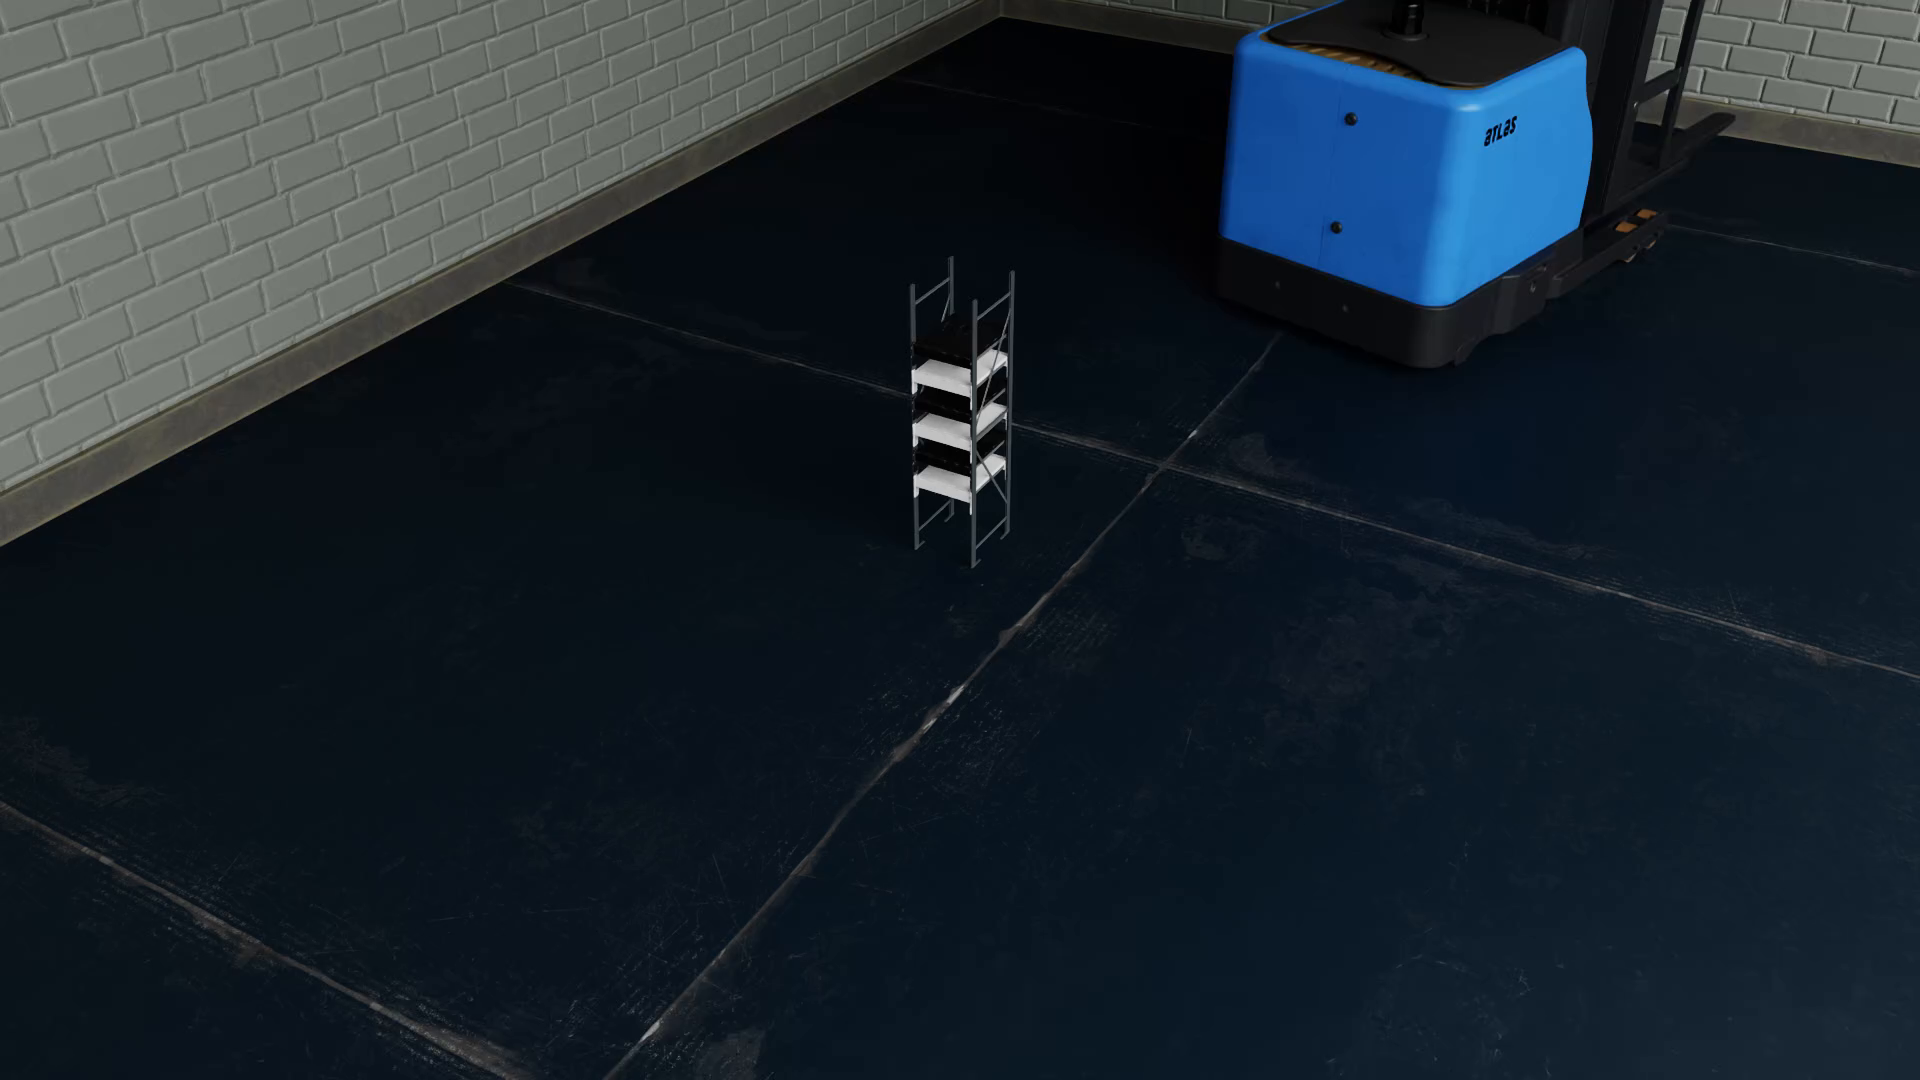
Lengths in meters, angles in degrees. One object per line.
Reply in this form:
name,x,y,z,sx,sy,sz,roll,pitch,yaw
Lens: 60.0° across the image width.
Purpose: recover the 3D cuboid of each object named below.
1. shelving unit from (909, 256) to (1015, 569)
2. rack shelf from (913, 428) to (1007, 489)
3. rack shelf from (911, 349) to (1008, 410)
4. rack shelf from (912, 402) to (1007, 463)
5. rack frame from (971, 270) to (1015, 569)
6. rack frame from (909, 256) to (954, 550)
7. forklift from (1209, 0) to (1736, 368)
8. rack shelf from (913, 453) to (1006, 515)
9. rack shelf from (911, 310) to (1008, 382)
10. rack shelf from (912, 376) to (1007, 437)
shelving unit,0.007,-0.372,4.997,0.210,0.900,0.258,18,37,24
rack shelf,0.007,-0.270,5.066,0.200,0.077,0.258,18,37,24
rack shelf,0.007,-0.494,4.916,0.200,0.077,0.258,18,37,24
rack shelf,0.007,-0.345,5.016,0.200,0.077,0.258,18,37,24
rack frame,0.095,-0.344,4.955,0.006,0.900,0.240,18,37,24
rack frame,-0.081,-0.400,5.039,0.006,0.900,0.240,18,37,24
forklift,2.376,-2.566,6.458,1.130,2.935,3.031,28,43,35
rack shelf,0.007,-0.195,5.115,0.200,0.077,0.258,18,37,24
rack shelf,0.007,-0.569,4.866,0.200,0.077,0.258,18,37,24
rack shelf,0.007,-0.419,4.966,0.200,0.077,0.258,18,37,24
